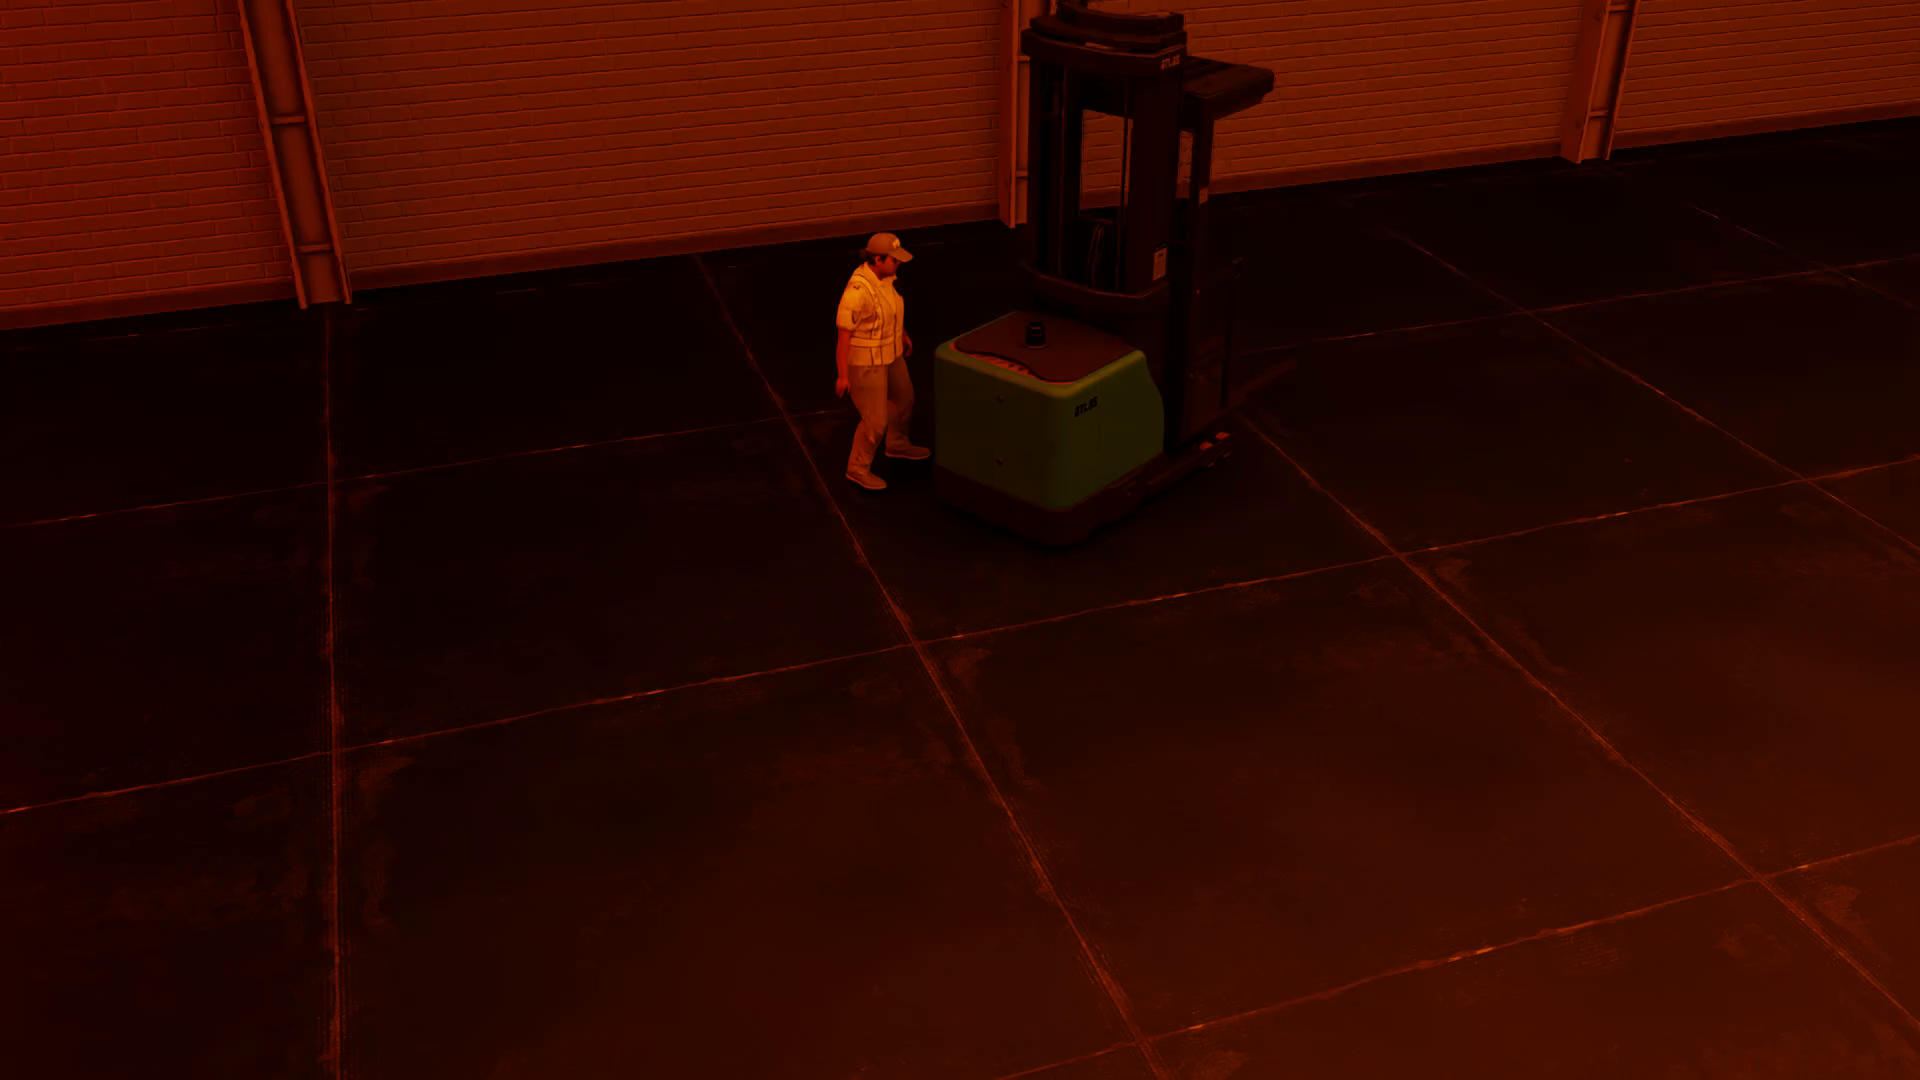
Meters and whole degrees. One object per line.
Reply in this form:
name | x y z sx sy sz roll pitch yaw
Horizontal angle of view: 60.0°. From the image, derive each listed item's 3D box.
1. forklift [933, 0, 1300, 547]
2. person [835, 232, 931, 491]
forklift | 1.173 -1.889 10.370 1.130 2.935 3.031 23 37 34
person | -0.491 -1.131 10.278 0.457 1.638 0.778 14 33 22
